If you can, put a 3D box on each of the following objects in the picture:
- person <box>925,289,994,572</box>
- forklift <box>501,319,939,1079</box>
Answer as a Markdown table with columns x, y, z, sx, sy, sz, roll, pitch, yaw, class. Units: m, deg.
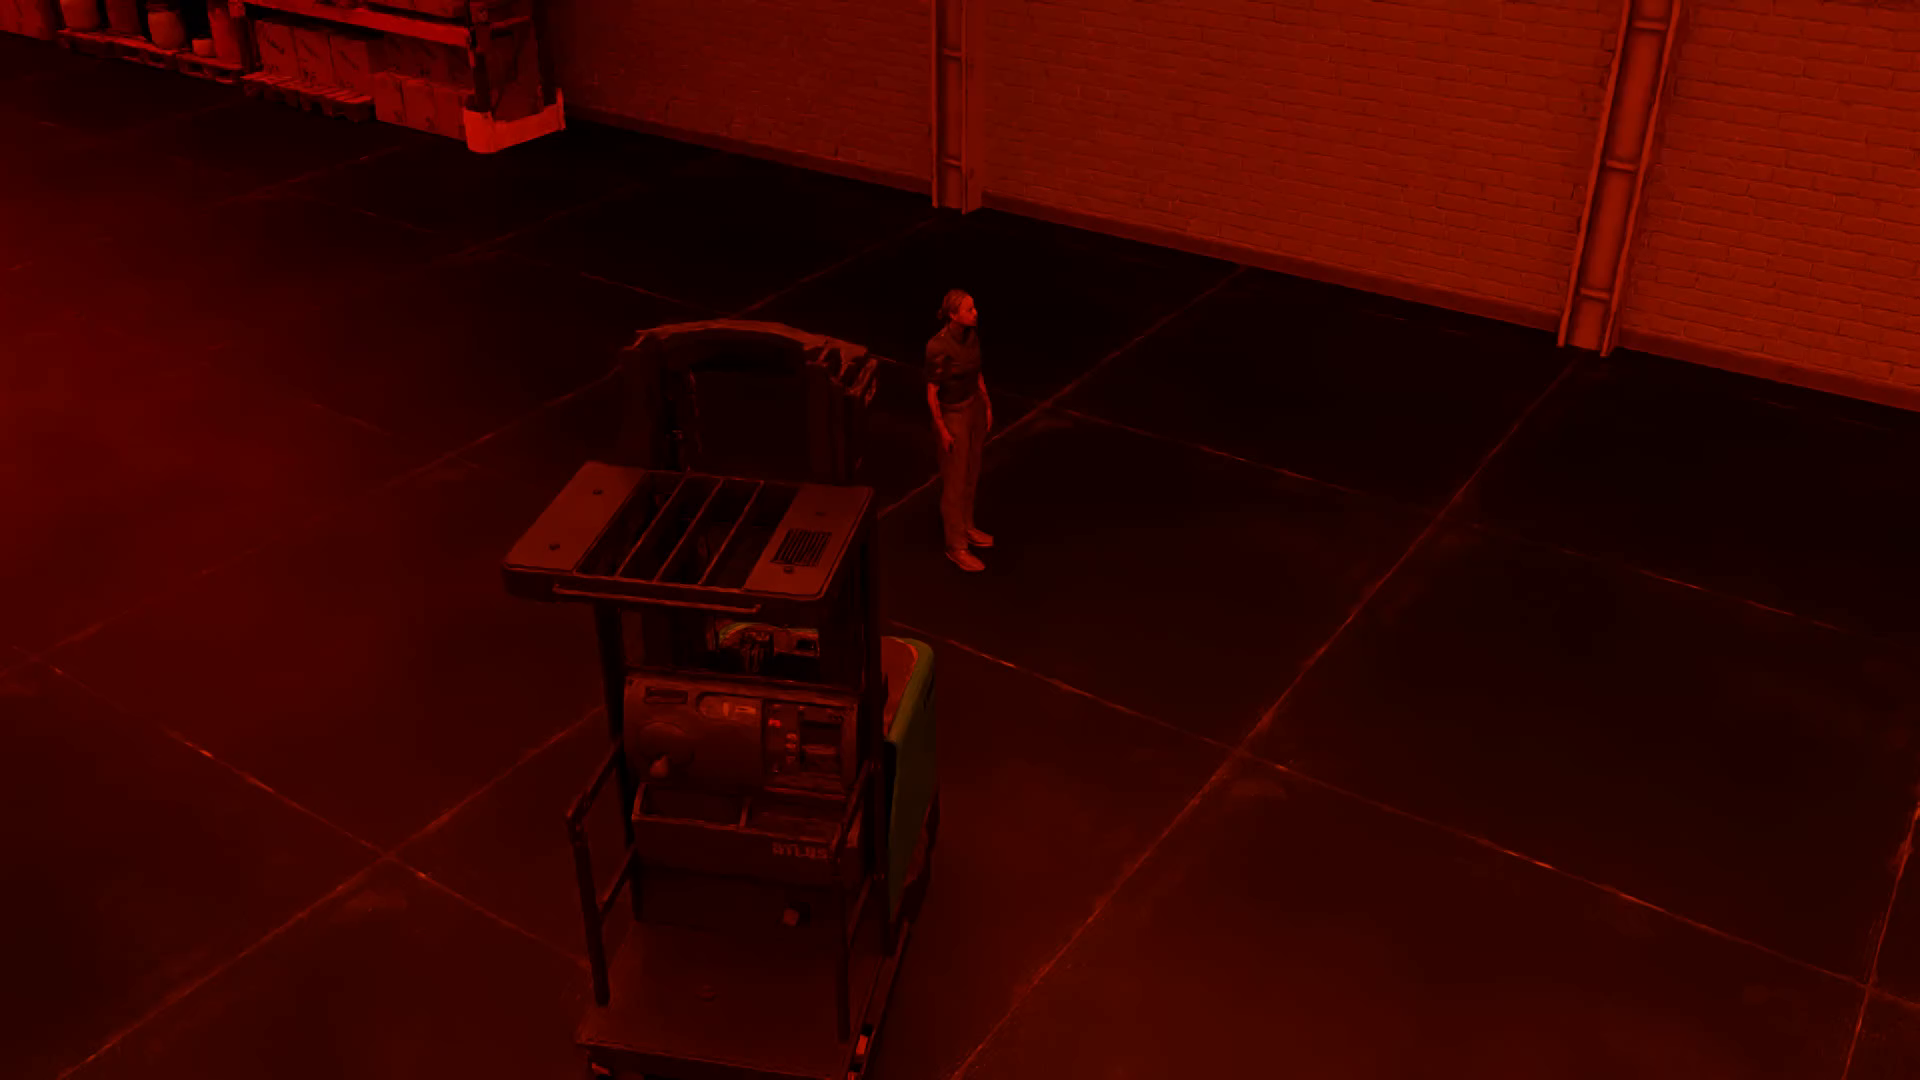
| x | y | z | sx | sy | sz | roll | pitch | yaw | class |
| --- | --- | --- | --- | --- | --- | --- | --- | --- | --- |
| 0.062 | -0.689 | 10.025 | 0.503 | 1.654 | 0.570 | 19 | 35 | 29 | person |
| -0.884 | 0.798 | 6.207 | 1.130 | 2.935 | 3.031 | 6 | 31 | 9 | forklift |
